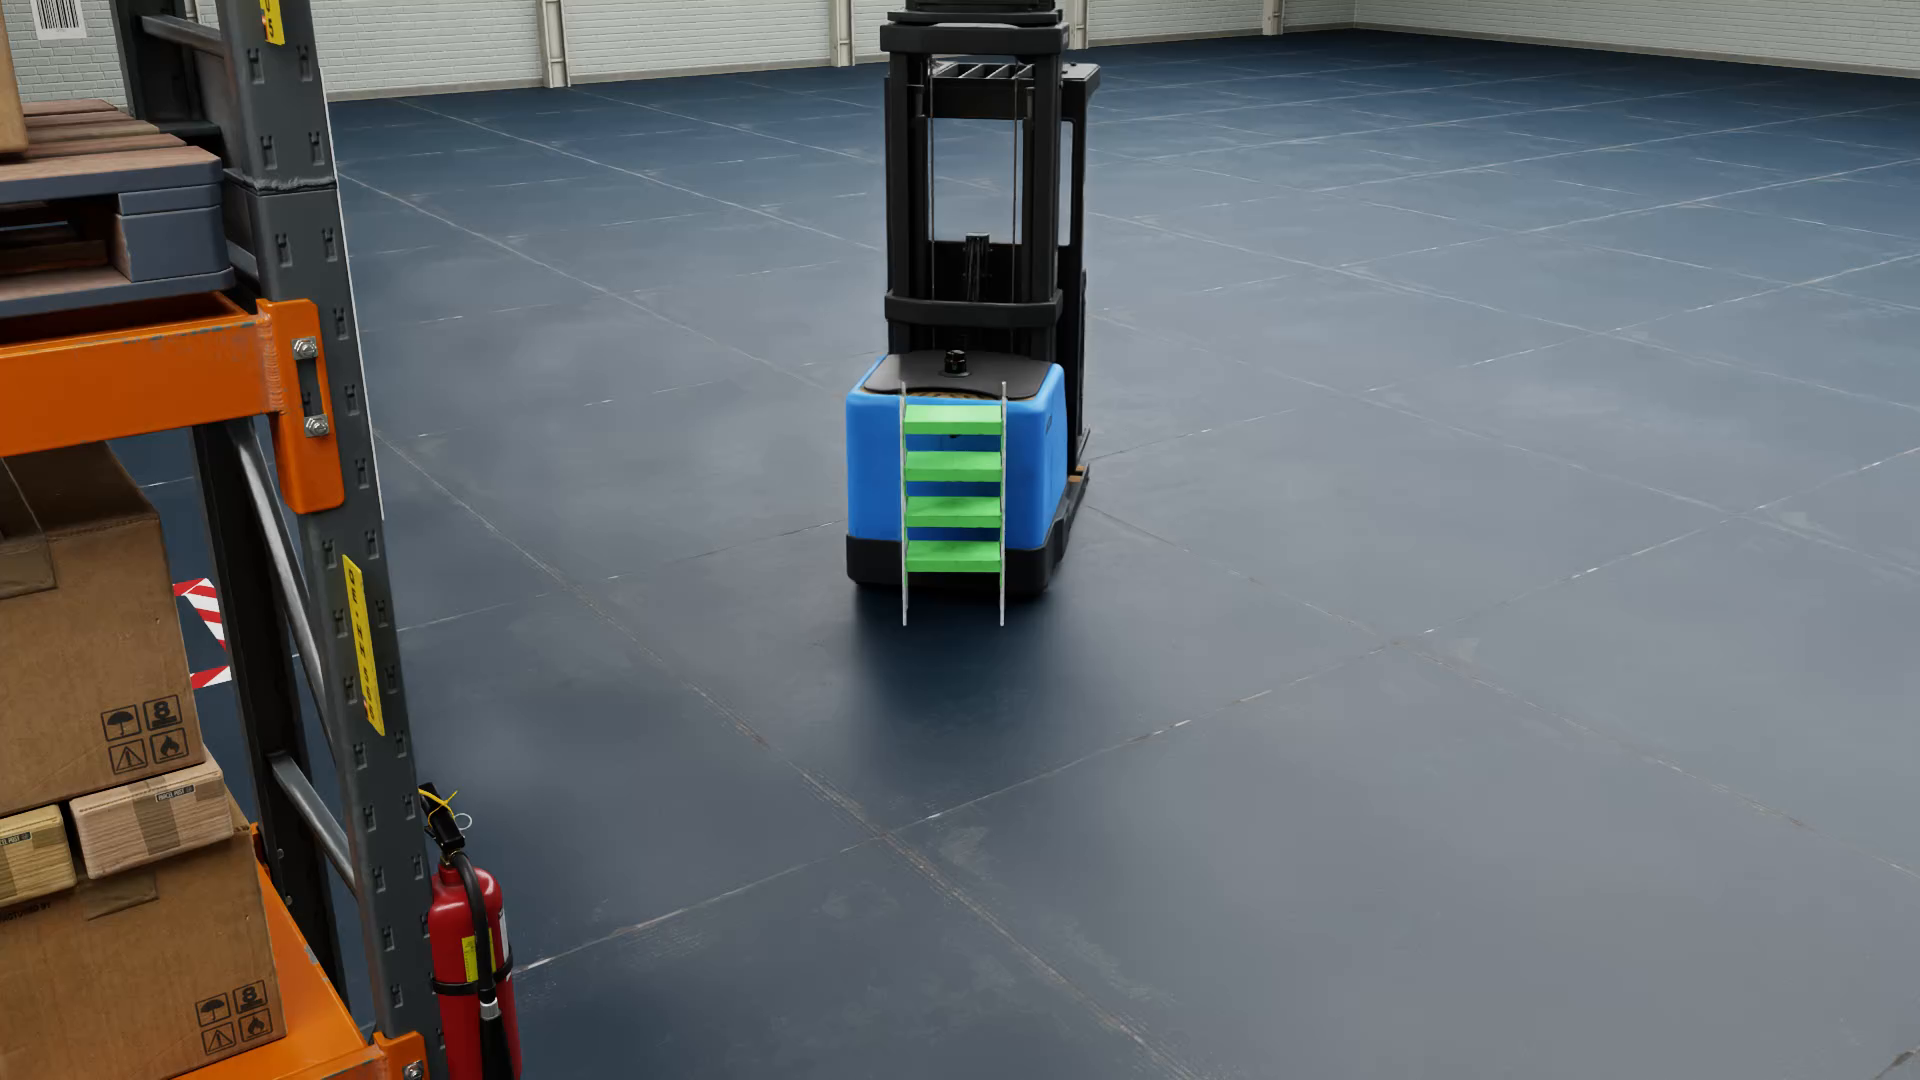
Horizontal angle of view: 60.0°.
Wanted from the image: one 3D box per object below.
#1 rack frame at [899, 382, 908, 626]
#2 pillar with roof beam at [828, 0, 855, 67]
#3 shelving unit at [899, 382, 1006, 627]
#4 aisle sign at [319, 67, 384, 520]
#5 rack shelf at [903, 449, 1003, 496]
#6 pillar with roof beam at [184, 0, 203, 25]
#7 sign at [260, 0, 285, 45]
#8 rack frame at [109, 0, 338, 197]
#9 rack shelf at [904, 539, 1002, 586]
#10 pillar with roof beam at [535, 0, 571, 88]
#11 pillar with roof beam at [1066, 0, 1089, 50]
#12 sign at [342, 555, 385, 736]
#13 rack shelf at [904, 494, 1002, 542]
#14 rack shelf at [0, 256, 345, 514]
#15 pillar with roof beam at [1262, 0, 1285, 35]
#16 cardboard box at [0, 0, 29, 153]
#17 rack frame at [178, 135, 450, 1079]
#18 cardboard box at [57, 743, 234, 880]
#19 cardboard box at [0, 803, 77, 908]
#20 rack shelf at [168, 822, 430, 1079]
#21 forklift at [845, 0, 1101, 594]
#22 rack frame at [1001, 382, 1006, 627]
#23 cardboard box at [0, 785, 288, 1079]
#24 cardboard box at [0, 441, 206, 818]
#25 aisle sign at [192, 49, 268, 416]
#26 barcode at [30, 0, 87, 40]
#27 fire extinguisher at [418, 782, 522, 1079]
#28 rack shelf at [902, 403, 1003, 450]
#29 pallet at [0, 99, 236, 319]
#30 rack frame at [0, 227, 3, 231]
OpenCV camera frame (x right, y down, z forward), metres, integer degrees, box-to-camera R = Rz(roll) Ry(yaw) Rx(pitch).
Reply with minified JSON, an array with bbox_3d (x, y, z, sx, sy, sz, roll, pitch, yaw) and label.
[{"bbox_3d":[-0.275,-0.170,8.193,0.015,1.200,0.240,0,23,1],"label":"rack frame"},{"bbox_3d":[0.183,-12.291,28.055,0.400,9.000,9.100,-15,26,-33],"label":"pillar with roof beam"},{"bbox_3d":[-0.031,-0.168,8.188,0.503,1.200,0.258,0,23,1],"label":"shelving unit"},{"bbox_3d":[-1.154,-0.461,2.997,0.004,0.787,0.394,-15,26,-33],"label":"aisle sign"},{"bbox_3d":[-0.032,-0.330,8.118,0.480,0.148,0.258,0,23,1],"label":"rack shelf"},{"bbox_3d":[-9.557,-9.693,21.546,0.400,9.000,9.100,-15,26,-33],"label":"pillar with roof beam"},{"bbox_3d":[-1.073,-0.929,2.543,0.005,0.325,0.100,-15,26,-33],"label":"sign"},{"bbox_3d":[-1.379,-2.114,2.553,0.127,3.000,1.000,-15,26,-33],"label":"rack frame"},{"bbox_3d":[-0.031,0.111,8.308,0.480,0.148,0.258,0,23,1],"label":"rack shelf"},{"bbox_3d":[-4.687,-10.992,24.800,0.400,9.000,9.100,-15,26,-33],"label":"pillar with roof beam"},{"bbox_3d":[5.054,-13.589,31.310,0.400,9.000,9.100,-15,26,-33],"label":"pillar with roof beam"},{"bbox_3d":[-1.073,0.191,2.989,0.005,0.325,0.100,-15,26,-33],"label":"sign"},{"bbox_3d":[-0.031,-0.109,8.213,0.480,0.148,0.258,0,23,1],"label":"rack shelf"},{"bbox_3d":[-3.002,0.046,2.157,4.000,0.370,1.077,-15,26,-33],"label":"rack shelf"},{"bbox_3d":[9.924,-14.888,34.564,0.400,9.000,9.100,-15,26,-33],"label":"pillar with roof beam"},{"bbox_3d":[-1.847,-0.906,2.677,0.637,0.503,0.797,-13,25,-29],"label":"cardboard box"},{"bbox_3d":[-1.379,0.672,3.665,0.127,3.000,1.000,-15,26,-33],"label":"rack frame"},{"bbox_3d":[-1.577,0.465,3.175,0.250,0.149,0.380,-15,26,-34],"label":"cardboard box"},{"bbox_3d":[-1.789,0.522,3.032,0.250,0.149,0.380,-14,26,-32],"label":"cardboard box"},{"bbox_3d":[-3.002,1.439,2.713,4.000,0.370,1.077,-15,26,-33],"label":"rack shelf"},{"bbox_3d":[0.182,-1.598,9.447,1.130,2.935,3.031,4,22,10],"label":"forklift"},{"bbox_3d":[0.213,-0.166,8.184,0.015,1.200,0.240,0,23,1],"label":"rack frame"},{"bbox_3d":[-1.765,0.723,3.402,0.500,0.500,0.700,-15,26,-33],"label":"cardboard box"},{"bbox_3d":[-1.808,0.132,3.133,0.500,0.500,0.700,-15,26,-33],"label":"cardboard box"},{"bbox_3d":[-1.504,-0.642,3.449,0.004,0.787,0.394,-15,26,-33],"label":"aisle sign"},{"bbox_3d":[-1.342,-0.780,2.474,0.075,0.075,0.001,-15,26,-33],"label":"barcode"},{"bbox_3d":[-1.011,0.822,3.393,0.183,0.674,0.296,-15,26,-33],"label":"fire extinguisher"},{"bbox_3d":[-0.032,-0.550,8.023,0.480,0.148,0.258,0,23,1],"label":"rack shelf"},{"bbox_3d":[-1.968,-0.535,2.761,1.213,0.211,1.003,-15,26,-33],"label":"pallet"},{"bbox_3d":[-4.268,-0.819,7.401,0.127,3.000,1.000,-15,26,-33],"label":"rack frame"}]
